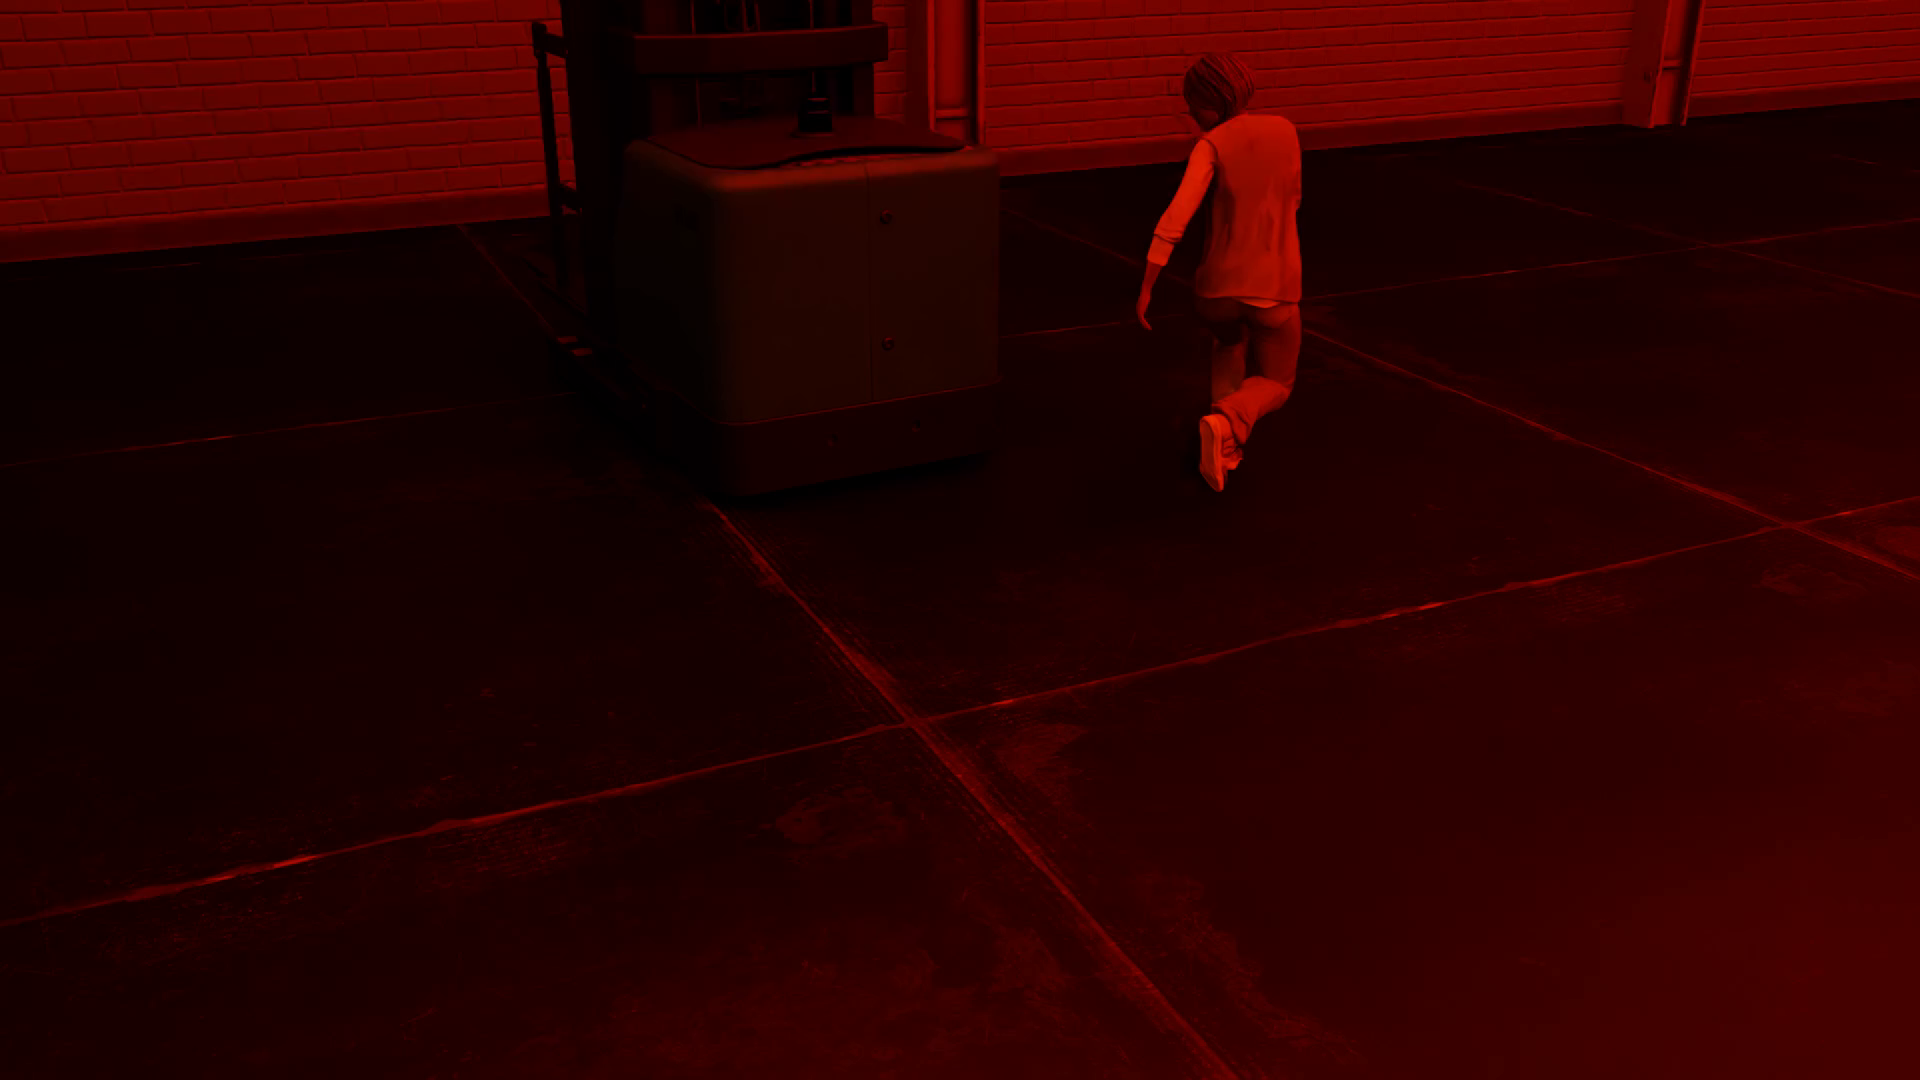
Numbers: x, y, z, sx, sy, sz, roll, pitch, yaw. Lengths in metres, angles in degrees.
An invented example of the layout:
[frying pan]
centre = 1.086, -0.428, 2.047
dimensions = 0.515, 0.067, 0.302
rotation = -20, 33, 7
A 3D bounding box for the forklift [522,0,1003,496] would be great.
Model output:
[forklift]
centre = -1.003, -2.017, 6.142
dimensions = 1.130, 2.935, 3.031
rotation = -12, 25, -26

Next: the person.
[person]
centre = 0.849, -0.835, 5.403
dimensions = 0.541, 1.358, 0.746
rotation = 3, 23, 7
